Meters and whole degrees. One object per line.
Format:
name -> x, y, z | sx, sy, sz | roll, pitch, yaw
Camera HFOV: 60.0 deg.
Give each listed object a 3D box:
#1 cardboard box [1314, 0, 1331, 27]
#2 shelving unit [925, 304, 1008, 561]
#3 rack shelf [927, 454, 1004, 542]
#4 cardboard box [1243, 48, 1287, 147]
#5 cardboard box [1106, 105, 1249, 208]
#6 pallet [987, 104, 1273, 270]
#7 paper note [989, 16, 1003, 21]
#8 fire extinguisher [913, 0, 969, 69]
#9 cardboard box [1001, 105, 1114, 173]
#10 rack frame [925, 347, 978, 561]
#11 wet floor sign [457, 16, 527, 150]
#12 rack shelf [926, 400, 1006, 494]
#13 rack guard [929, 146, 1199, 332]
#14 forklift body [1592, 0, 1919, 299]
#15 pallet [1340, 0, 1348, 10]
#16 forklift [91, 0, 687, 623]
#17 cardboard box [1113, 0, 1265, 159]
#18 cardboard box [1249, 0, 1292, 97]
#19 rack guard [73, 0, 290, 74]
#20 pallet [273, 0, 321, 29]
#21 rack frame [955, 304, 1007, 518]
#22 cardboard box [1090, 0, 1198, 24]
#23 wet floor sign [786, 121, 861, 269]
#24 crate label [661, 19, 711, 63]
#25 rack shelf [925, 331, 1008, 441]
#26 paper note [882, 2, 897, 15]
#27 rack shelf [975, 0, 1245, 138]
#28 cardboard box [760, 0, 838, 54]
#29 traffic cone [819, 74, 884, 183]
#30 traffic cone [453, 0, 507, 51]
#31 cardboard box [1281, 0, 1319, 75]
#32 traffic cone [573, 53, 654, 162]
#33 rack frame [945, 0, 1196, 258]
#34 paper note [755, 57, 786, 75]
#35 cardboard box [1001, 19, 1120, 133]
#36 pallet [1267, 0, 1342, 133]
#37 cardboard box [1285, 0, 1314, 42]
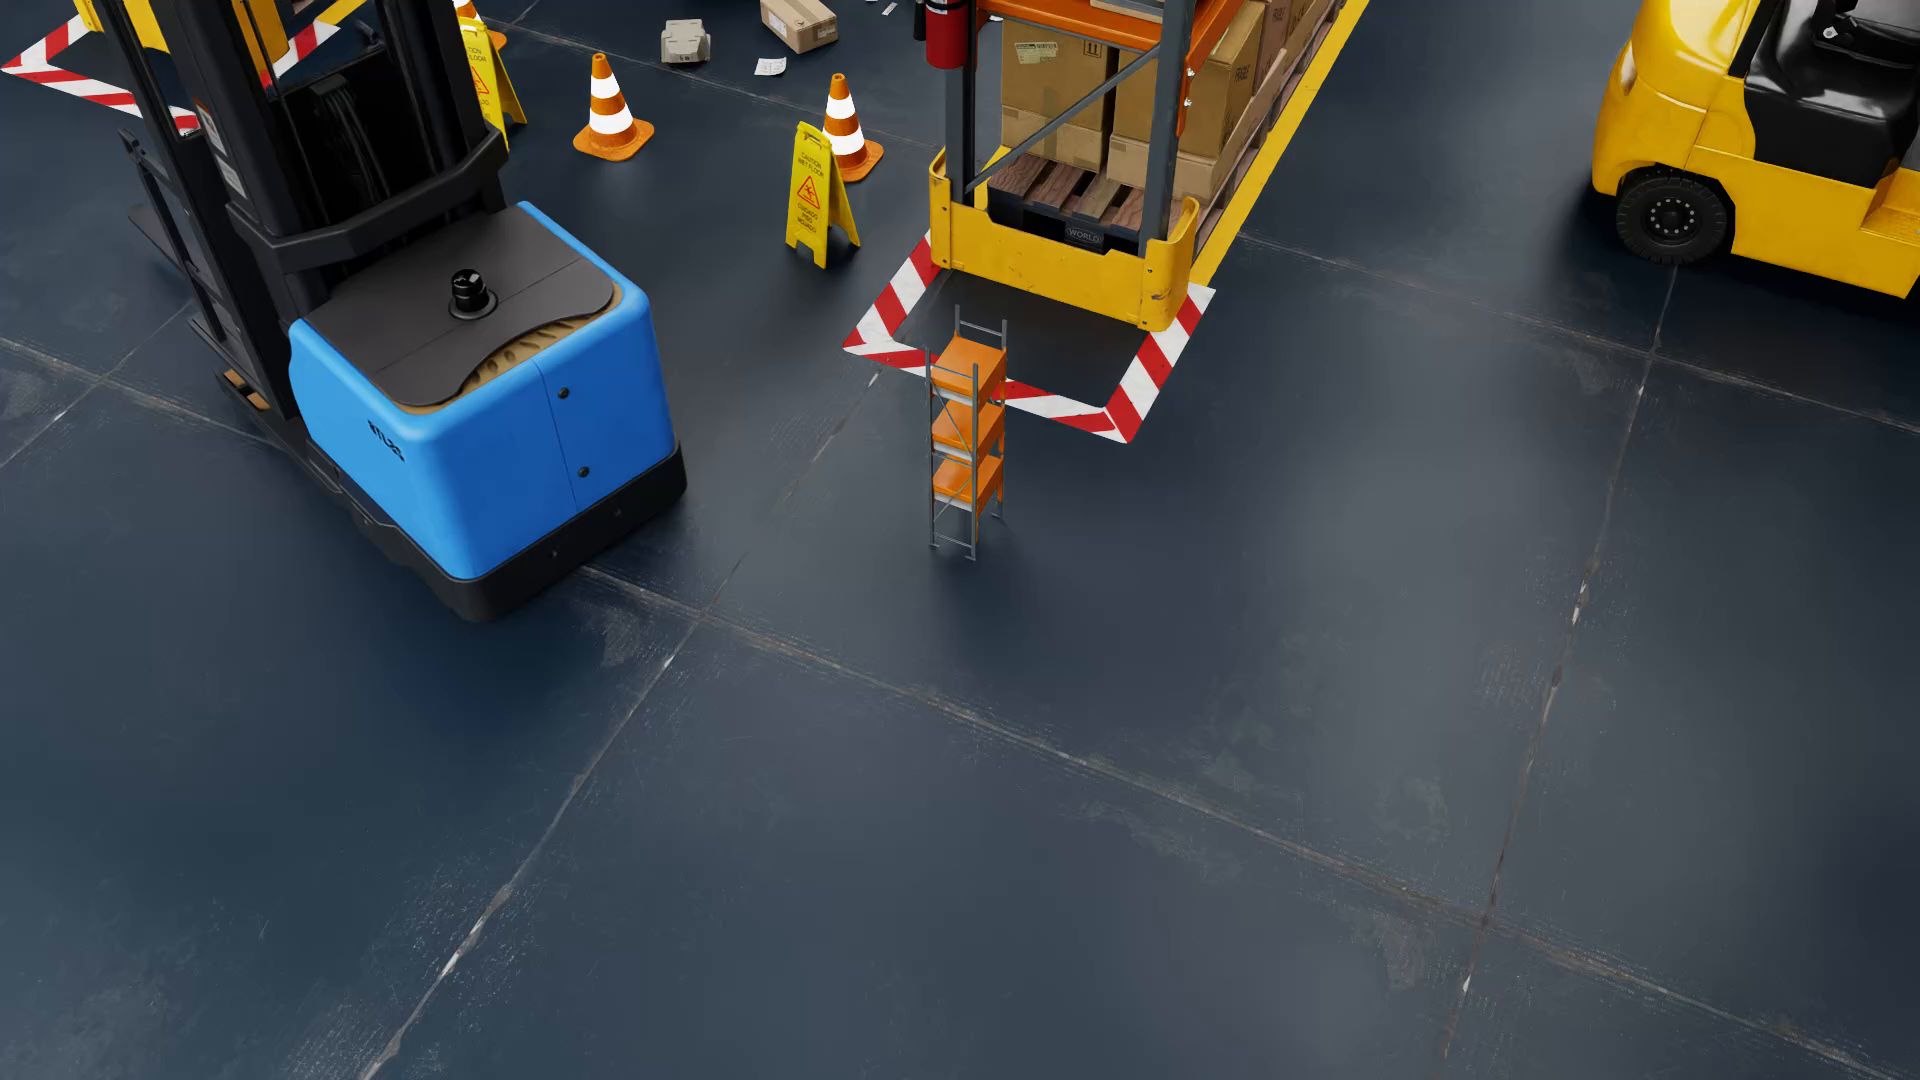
cardboard box -> 1.672, -2.915, 8.606 | 0.500, 0.250, 0.500 | 21, 53, 17
shelving unit -> 0.023, -0.377, 6.197 | 0.215, 1.050, 0.252 | 20, 52, 16
rack shelf -> 0.023, -0.190, 6.416 | 0.215, 0.259, 0.240 | 20, 52, 16
cardboard box -> 1.232, -2.188, 7.987 | 0.500, 0.250, 0.500 | 22, 53, 17
cardboard box -> 1.007, -1.839, 7.690 | 0.500, 0.250, 0.500 | 19, 52, 16
pallet -> 0.824, -1.826, 7.980 | 1.003, 0.211, 1.213 | 20, 52, 16
paper note -> 0.203, -2.852, 8.971 | 0.142, 0.019, 0.148 | 4, 50, 3
fire extinguisher -> -0.053, -2.175, 6.497 | 0.296, 0.674, 0.183 | 20, 52, 16
cardboard box -> 0.525, -2.035, 7.857 | 0.500, 0.250, 0.500 | 20, 52, 16
rack frame -> -0.029, -0.293, 6.125 | 0.200, 1.050, 0.008 | 20, 52, 16
wet floor sign -> -2.328, -2.243, 8.050 | 0.267, 0.644, 0.232 | 12, 51, 10
rack shelf -> 0.023, -0.370, 6.205 | 0.215, 0.259, 0.240 | 20, 52, 16
rack guard -> 0.445, -1.371, 7.404 | 1.175, 0.500, 0.348 | 20, 52, 16
forklift body -> 4.063, -2.141, 6.974 | 2.313, 2.155, 1.214 | 20, 52, 16
pallet -> 1.867, -3.506, 9.410 | 1.003, 0.211, 1.213 | 20, 52, 16
forklift -> -2.483, -1.663, 6.055 | 1.130, 2.935, 3.031 | -37, 59, -27
cardboard box -> 1.017, -2.099, 7.419 | 0.500, 0.500, 0.500 | 18, 52, 15
cardboard box -> 1.236, -2.460, 7.726 | 0.500, 0.500, 0.500 | 18, 52, 15
rack guard -> -4.116, -2.843, 8.656 | 1.175, 0.500, 0.348 | 20, 52, 16
pallet -> -3.835, -3.342, 9.271 | 1.003, 0.211, 1.213 | 20, 52, 16
rack frame -> 0.075, -0.461, 6.268 | 0.200, 1.050, 0.008 | 20, 52, 16
cardboard box -> 0.745, -2.214, 6.644 | 0.380, 0.149, 0.250 | 20, 52, 16
wet floor sign -> -0.636, -1.583, 7.489 | 0.232, 0.644, 0.267 | -37, 59, -27
crate label -> -1.439, -2.606, 8.692 | 0.250, 0.136, 0.298 | -4, 50, -3
rack shelf -> 0.023, -0.554, 5.989 | 0.215, 0.259, 0.240 | 20, 52, 16
paper note -> -0.380, -2.877, 9.007 | 0.032, 0.001, 0.123 | 20, 52, 16
rack shelf -> 1.267, -3.273, 7.853 | 1.077, 0.370, 4.000 | 20, 52, 16
cardboard box -> -0.854, -2.764, 8.820 | 0.250, 0.149, 0.380 | -28, 55, -22
traffic cone -> -0.570, -2.023, 7.982 | 0.336, 0.463, 0.334 | 20, 52, 16
traffic cone -> -2.595, -2.751, 8.603 | 0.336, 0.463, 0.334 | 20, 52, 16
cardboard box -> 1.454, -2.568, 8.311 | 0.500, 0.250, 0.500 | 23, 53, 18
traffic cone -> -1.719, -2.150, 8.090 | 0.336, 0.463, 0.334 | 20, 52, 16
rack frame -> 0.413, -2.129, 6.407 | 1.000, 3.000, 0.127 | 20, 52, 16
paper note -> -0.983, -2.465, 8.643 | 0.148, 0.019, 0.142 | 4, 50, 3
cardboard box -> 0.519, -2.253, 7.550 | 0.500, 0.500, 0.500 | 20, 53, 16
pallet -> 1.347, -2.663, 8.692 | 1.003, 0.211, 1.213 | 20, 52, 16
cardboard box -> 1.458, -2.803, 8.018 | 0.500, 0.500, 0.500 | 21, 53, 17
